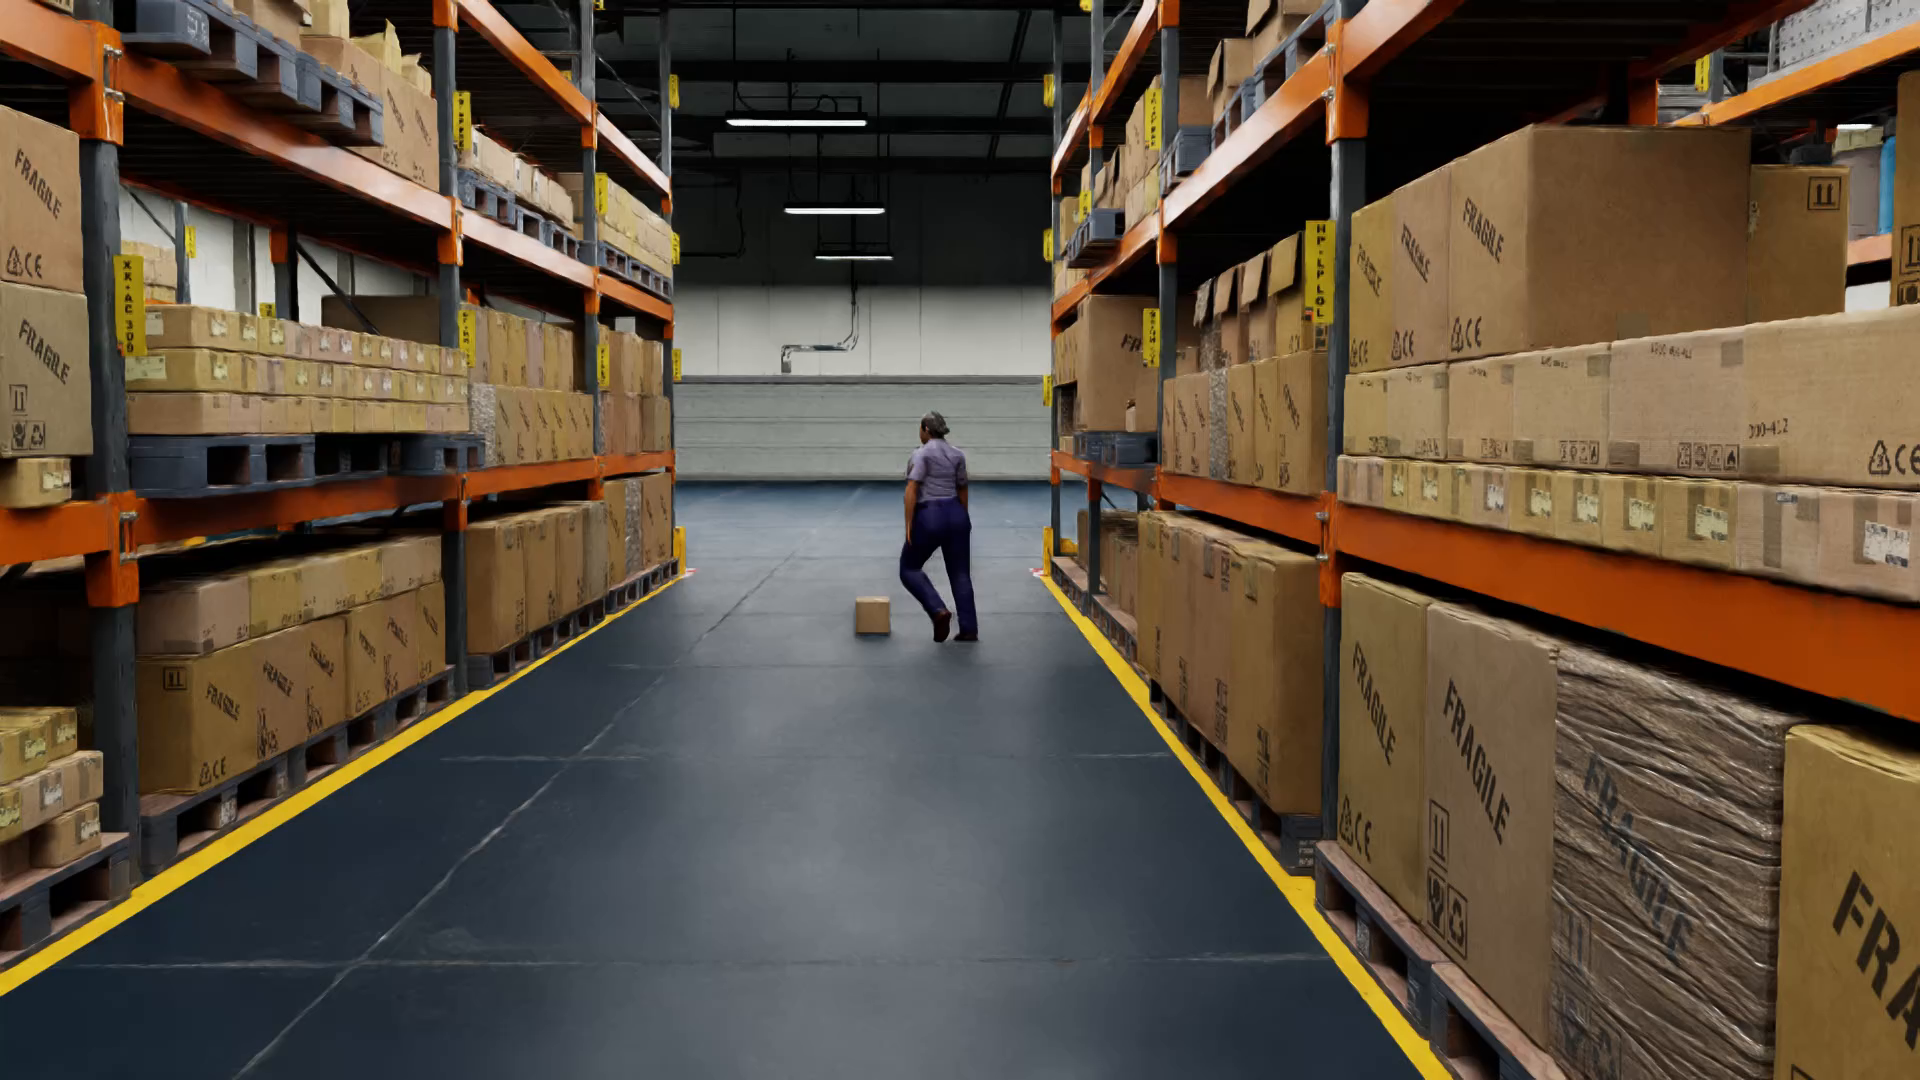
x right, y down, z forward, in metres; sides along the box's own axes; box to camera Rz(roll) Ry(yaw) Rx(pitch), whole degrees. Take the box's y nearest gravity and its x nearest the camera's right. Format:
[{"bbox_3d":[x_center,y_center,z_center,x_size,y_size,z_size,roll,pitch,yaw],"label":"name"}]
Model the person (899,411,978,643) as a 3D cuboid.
[{"bbox_3d":[-0.155,-0.090,11.798,0.616,1.647,0.480,-3,5,-34],"label":"person"}]
